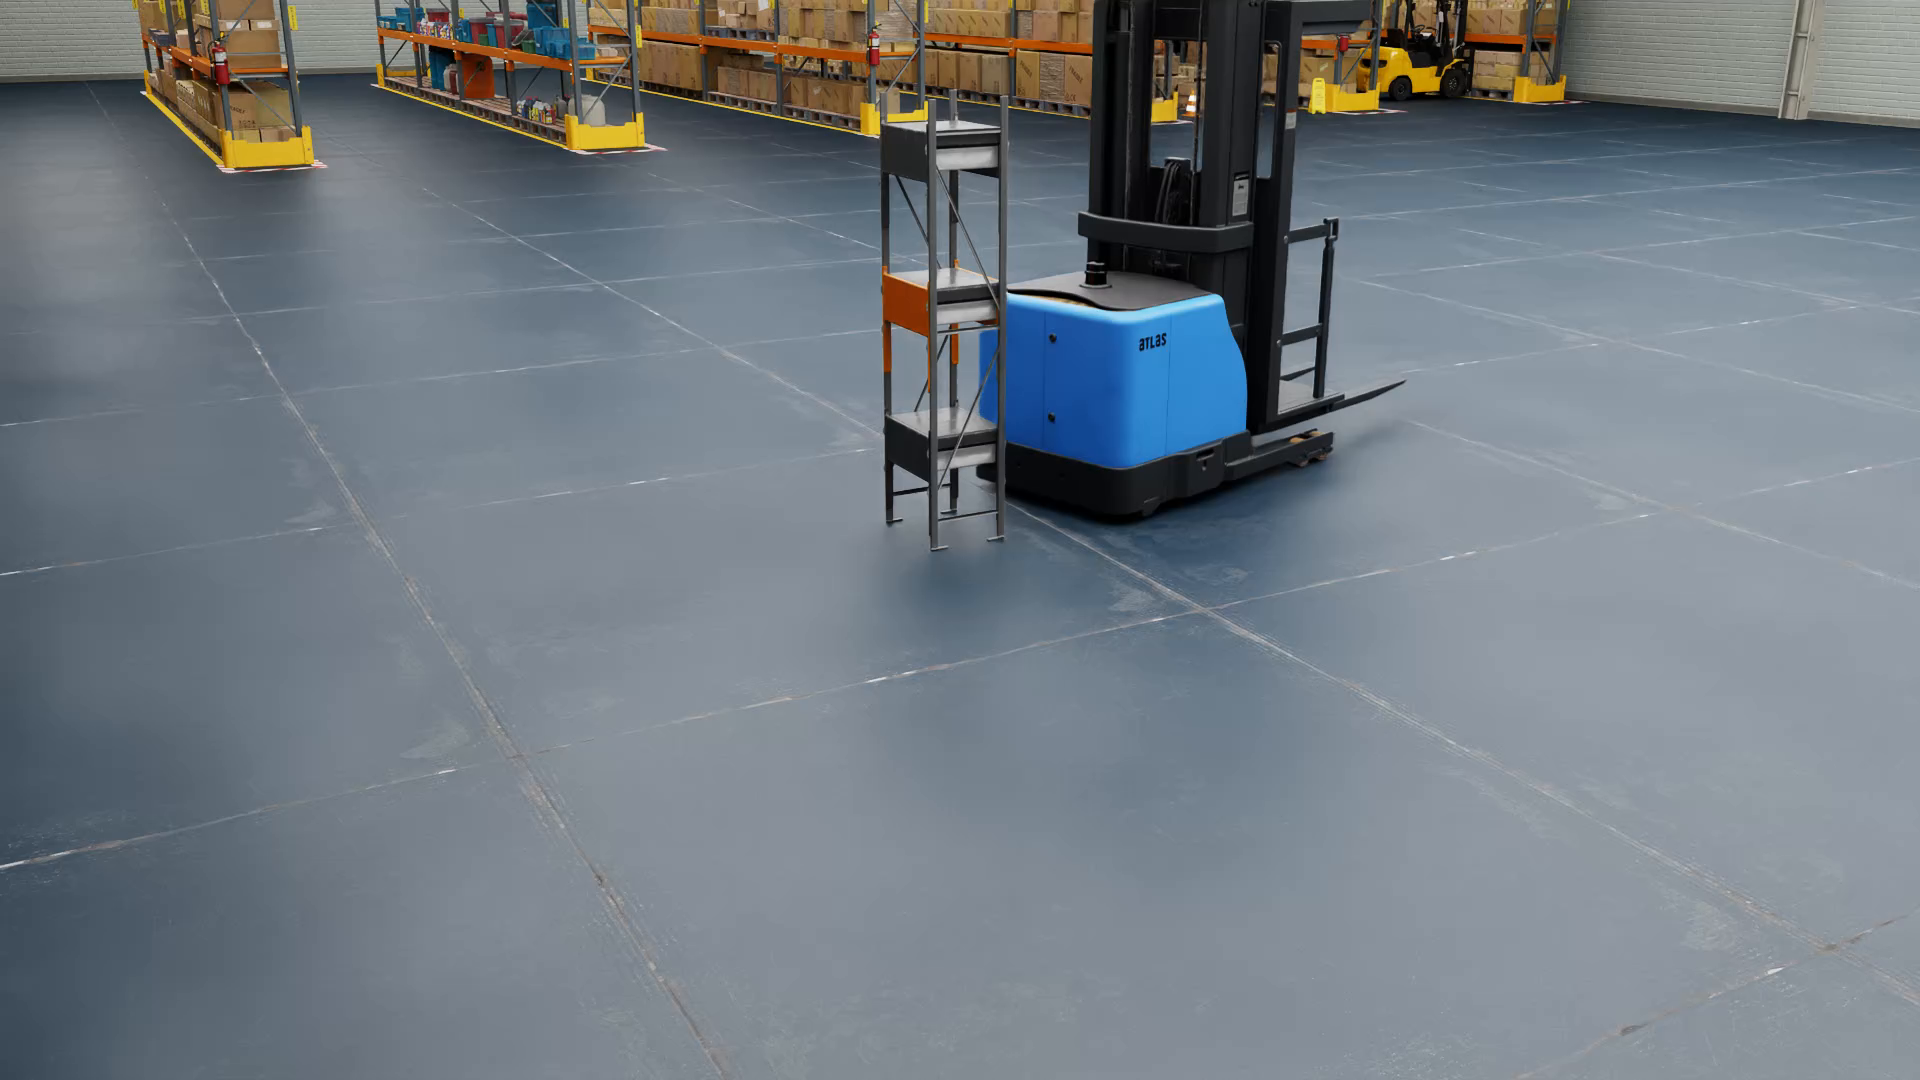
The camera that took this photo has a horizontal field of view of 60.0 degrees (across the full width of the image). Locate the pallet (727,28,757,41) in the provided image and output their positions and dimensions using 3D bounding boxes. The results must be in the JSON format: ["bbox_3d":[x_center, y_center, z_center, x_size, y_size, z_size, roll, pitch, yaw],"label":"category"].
[{"bbox_3d":[-3.876,-9.909,32.544,1.003,0.211,1.213,-10,21,-27],"label":"pallet"}]

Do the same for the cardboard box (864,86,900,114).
[{"bbox_3d":[-1.335,-7.464,28.352,0.500,0.500,0.500,-6,20,-17],"label":"cardboard box"}]

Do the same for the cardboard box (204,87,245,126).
[{"bbox_3d":[-10.778,-6.378,24.438,0.500,0.500,0.500,-10,21,-27],"label":"cardboard box"}]

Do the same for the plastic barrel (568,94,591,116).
[{"bbox_3d":[-6.030,-6.842,26.530,0.421,0.512,0.421,0,19,0],"label":"plastic barrel"}]

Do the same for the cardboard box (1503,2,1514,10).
[{"bbox_3d":[11.476,-11.049,34.405,0.380,0.149,0.250,-10,21,-26],"label":"cardboard box"}]

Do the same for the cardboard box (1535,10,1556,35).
[{"bbox_3d":[12.044,-10.803,34.686,0.500,0.500,0.500,-9,21,-25],"label":"cardboard box"}]

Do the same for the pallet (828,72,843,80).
[{"bbox_3d":[-2.689,-11.318,40.609,1.003,0.211,1.213,-10,21,-27],"label":"pallet"}]

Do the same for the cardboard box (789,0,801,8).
[{"bbox_3d":[-2.724,-9.762,29.682,0.500,0.500,0.500,-10,21,-27],"label":"cardboard box"}]

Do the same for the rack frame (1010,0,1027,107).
[{"bbox_3d":[1.460,-10.153,32.956,1.000,3.000,0.127,-10,21,-27],"label":"rack frame"}]

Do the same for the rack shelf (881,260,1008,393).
[{"bbox_3d":[-0.079,-1.027,7.931,0.431,0.518,0.480,-10,21,-27],"label":"rack shelf"}]

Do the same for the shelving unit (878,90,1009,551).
[{"bbox_3d":[-0.079,-1.040,7.927,0.431,2.100,0.503,-10,21,-27],"label":"shelving unit"}]

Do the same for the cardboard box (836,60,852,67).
[{"bbox_3d":[-2.768,-11.482,40.079,0.380,0.149,0.250,-10,21,-26],"label":"cardboard box"}]

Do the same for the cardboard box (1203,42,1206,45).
[{"bbox_3d":[6.604,-13.055,43.560,0.380,0.149,0.250,-11,22,-29],"label":"cardboard box"}]

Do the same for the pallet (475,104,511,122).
[{"bbox_3d":[-8.302,-7.898,30.697,1.003,0.211,1.213,-10,21,-27],"label":"pallet"}]

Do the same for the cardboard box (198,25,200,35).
[{"bbox_3d":[-12.273,-8.302,27.438,0.500,0.500,0.500,-8,21,-23],"label":"cardboard box"}]

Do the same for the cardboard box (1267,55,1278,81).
[{"bbox_3d":[6.574,-9.538,33.597,0.500,0.500,0.500,-11,22,-28],"label":"cardboard box"}]

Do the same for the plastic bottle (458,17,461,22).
[{"bbox_3d":[-10.386,-10.706,34.636,0.144,0.351,0.185,-10,21,-27],"label":"plastic bottle"}]

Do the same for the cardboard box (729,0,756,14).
[{"bbox_3d":[-4.208,-10.514,33.205,0.700,0.500,0.500,-7,20,-19],"label":"cardboard box"}]

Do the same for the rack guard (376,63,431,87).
[{"bbox_3d":[-13.033,-10.914,38.995,1.175,0.500,0.348,-10,21,-27],"label":"rack guard"}]

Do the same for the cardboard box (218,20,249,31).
[{"bbox_3d":[-10.123,-7.166,23.152,0.380,0.149,0.250,-10,22,-28],"label":"cardboard box"}]

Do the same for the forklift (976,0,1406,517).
[{"bbox_3d":[1.477,-1.898,9.137,1.130,2.935,3.031,18,26,42],"label":"forklift"}]

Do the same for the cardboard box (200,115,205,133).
[{"bbox_3d":[-11.487,-6.454,25.810,0.500,0.250,0.500,-10,21,-27],"label":"cardboard box"}]

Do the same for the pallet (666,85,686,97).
[{"bbox_3d":[-5.736,-9.831,36.299,1.003,0.211,1.213,-10,21,-27],"label":"pallet"}]

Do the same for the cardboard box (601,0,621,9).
[{"bbox_3d":[-8.172,-12.812,39.285,0.500,0.500,0.500,-11,22,-28],"label":"cardboard box"}]

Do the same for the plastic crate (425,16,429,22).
[{"bbox_3d":[-11.674,-11.382,36.608,0.437,0.282,0.530,-10,21,-27],"label":"plastic crate"}]

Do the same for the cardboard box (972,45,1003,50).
[{"bbox_3d":[0.914,-12.945,44.333,0.875,0.438,0.875,-9,21,-25],"label":"cardboard box"}]

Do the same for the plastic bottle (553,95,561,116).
[{"bbox_3d":[-6.879,-7.440,28.479,0.144,0.351,0.185,-10,21,-27],"label":"plastic bottle"}]

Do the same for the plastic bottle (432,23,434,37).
[{"bbox_3d":[-10.599,-10.292,33.557,0.097,0.271,0.097,0,19,0],"label":"plastic bottle"}]

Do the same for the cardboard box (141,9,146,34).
[{"bbox_3d":[-16.907,-10.912,35.003,0.500,0.500,0.500,-10,21,-27],"label":"cardboard box"}]

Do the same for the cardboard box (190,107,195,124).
[{"bbox_3d":[-12.364,-6.999,27.386,0.500,0.250,0.500,-10,22,-27],"label":"cardboard box"}]

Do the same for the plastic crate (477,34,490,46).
[{"bbox_3d":[-8.387,-9.002,29.947,0.450,0.188,0.662,-10,21,-27],"label":"plastic crate"}]

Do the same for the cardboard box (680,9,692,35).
[{"bbox_3d":[-5.536,-10.856,34.841,0.500,0.500,0.500,-10,22,-27],"label":"cardboard box"}]

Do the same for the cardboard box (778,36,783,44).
[{"bbox_3d":[-3.116,-9.186,30.540,0.380,0.149,0.250,-10,21,-27],"label":"cardboard box"}]

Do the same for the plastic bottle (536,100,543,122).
[{"bbox_3d":[-6.914,-7.076,27.427,0.144,0.351,0.185,-9,21,-24],"label":"plastic bottle"}]

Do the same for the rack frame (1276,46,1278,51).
[{"bbox_3d":[8.236,-12.867,40.821,1.000,3.000,0.127,-10,21,-27],"label":"rack frame"}]

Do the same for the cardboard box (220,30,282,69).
[{"bbox_3d":[-9.984,-6.915,23.420,0.700,0.500,0.500,-10,21,-27],"label":"cardboard box"}]

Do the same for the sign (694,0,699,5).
[{"bbox_3d":[-5.339,-11.022,33.700,0.100,0.325,0.005,-10,21,-27],"label":"sign"}]

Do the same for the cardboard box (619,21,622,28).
[{"bbox_3d":[-7.674,-11.923,38.472,0.380,0.149,0.250,-10,21,-26],"label":"cardboard box"}]

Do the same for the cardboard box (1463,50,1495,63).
[{"bbox_3d":[11.045,-10.314,35.463,0.500,0.250,0.500,-10,21,-26],"label":"cardboard box"}]

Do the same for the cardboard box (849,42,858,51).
[{"bbox_3d":[-1.653,-8.332,28.064,0.380,0.149,0.250,-10,21,-27],"label":"cardboard box"}]

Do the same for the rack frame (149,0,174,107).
[{"bbox_3d":[-15.472,-10.177,33.025,1.000,3.000,0.127,-10,21,-27],"label":"rack frame"}]

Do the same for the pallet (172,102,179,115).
[{"bbox_3d":[-14.469,-8.280,31.804,1.003,0.211,1.213,-10,21,-27],"label":"pallet"}]

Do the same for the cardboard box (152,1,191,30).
[{"bbox_3d":[-15.061,-10.064,31.902,0.700,0.500,0.500,-6,20,-18],"label":"cardboard box"}]

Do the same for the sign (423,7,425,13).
[{"bbox_3d":[-12.534,-12.258,38.807,0.100,0.325,0.005,-10,21,-27],"label":"sign"}]

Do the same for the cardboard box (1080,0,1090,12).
[{"bbox_3d":[2.729,-10.024,30.697,0.875,0.550,0.550,-10,21,-27],"label":"cardboard box"}]

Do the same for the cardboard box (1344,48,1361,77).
[{"bbox_3d":[9.516,-11.166,38.890,0.875,0.625,0.625,-10,22,-27],"label":"cardboard box"}]

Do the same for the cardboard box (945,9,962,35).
[{"bbox_3d":[0.019,-10.887,34.931,0.500,0.500,0.500,-10,21,-27],"label":"cardboard box"}]

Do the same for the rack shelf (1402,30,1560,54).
[{"bbox_3d":[11.085,-10.804,35.947,1.077,0.370,4.000,-10,21,-27],"label":"rack shelf"}]

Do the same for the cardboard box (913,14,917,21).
[{"bbox_3d":[-1.078,-11.451,36.460,0.380,0.149,0.250,-10,21,-26],"label":"cardboard box"}]

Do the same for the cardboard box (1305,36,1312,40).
[{"bbox_3d":[6.981,-9.888,32.574,0.380,0.149,0.250,-10,22,-28],"label":"cardboard box"}]
